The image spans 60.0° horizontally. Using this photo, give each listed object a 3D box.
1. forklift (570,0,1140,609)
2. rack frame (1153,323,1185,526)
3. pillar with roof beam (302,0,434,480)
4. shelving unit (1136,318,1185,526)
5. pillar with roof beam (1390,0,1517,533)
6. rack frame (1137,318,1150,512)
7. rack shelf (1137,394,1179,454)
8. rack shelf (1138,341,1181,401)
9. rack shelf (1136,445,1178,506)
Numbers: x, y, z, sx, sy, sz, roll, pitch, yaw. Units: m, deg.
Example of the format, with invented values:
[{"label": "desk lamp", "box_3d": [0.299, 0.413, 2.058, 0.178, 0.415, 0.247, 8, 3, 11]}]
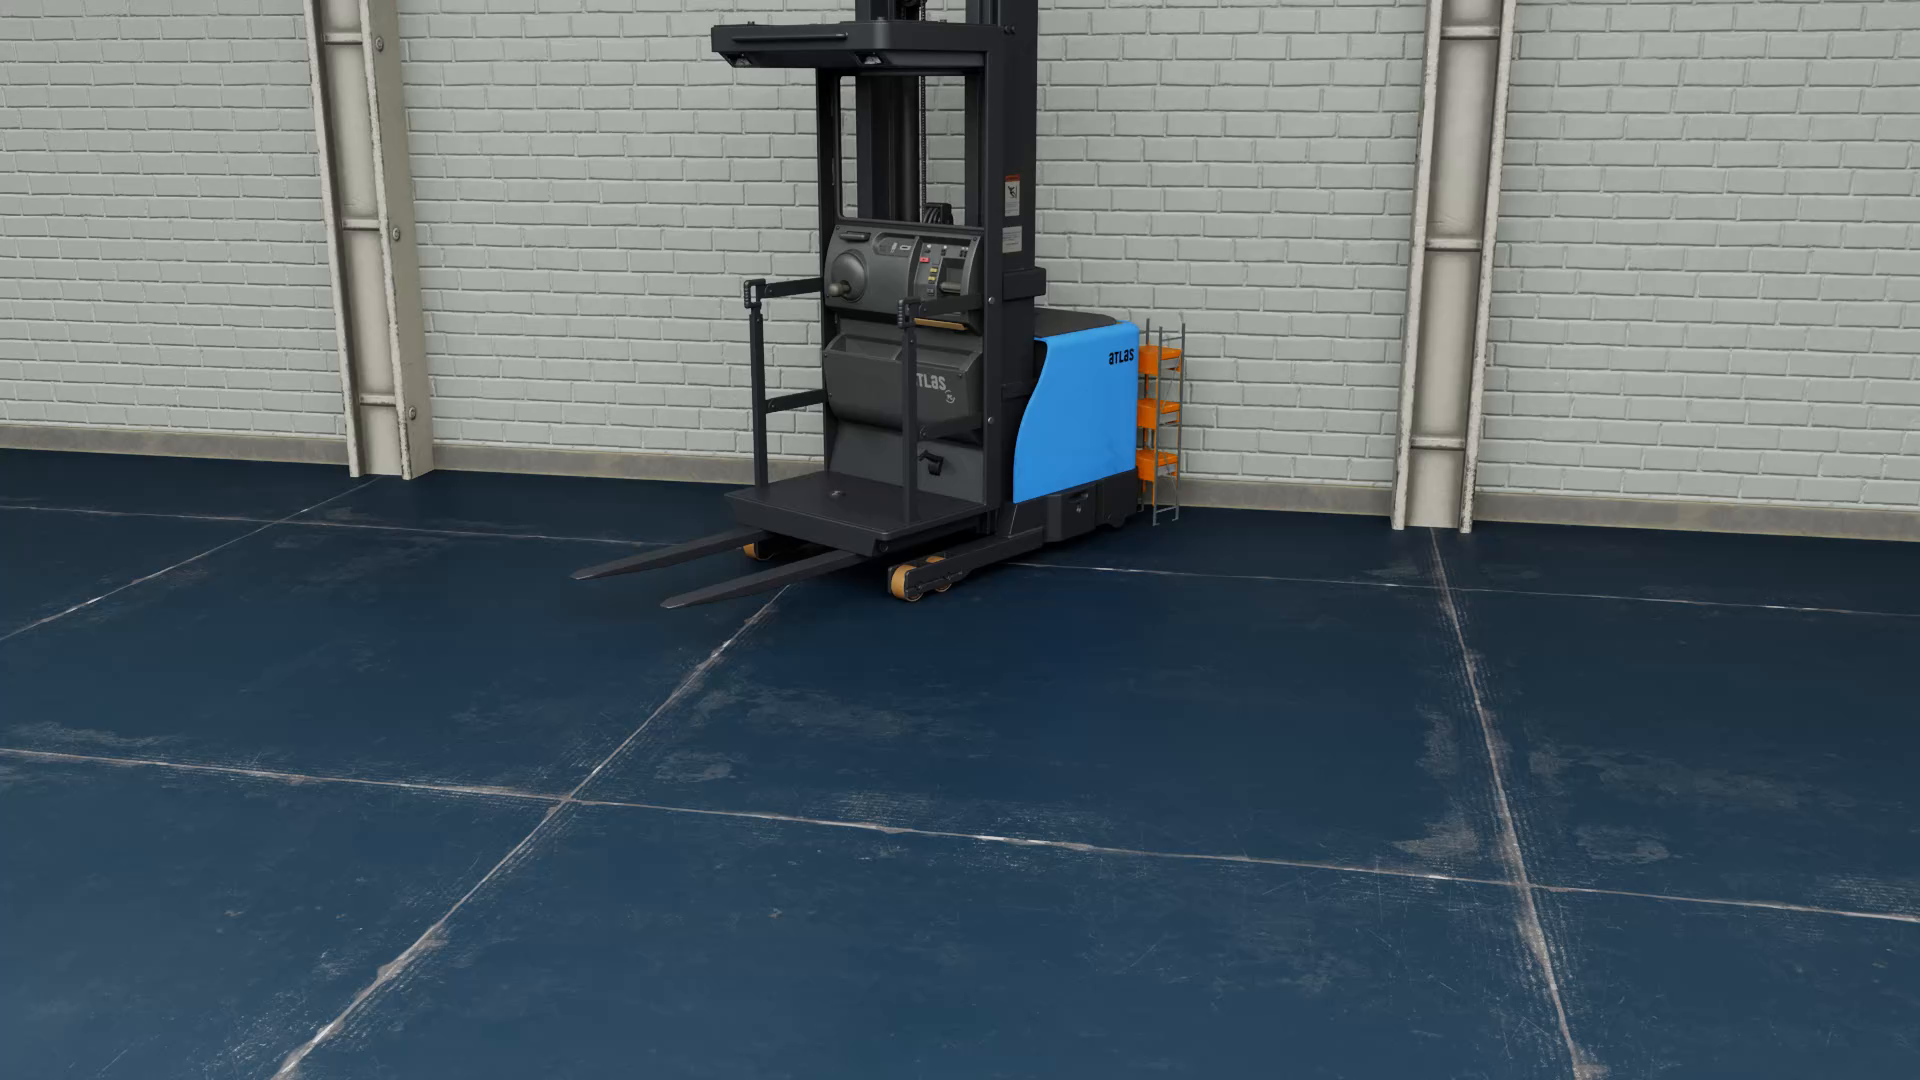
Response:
[{"label": "forklift", "box_3d": [-0.417, -1.286, 7.646, 1.130, 2.935, 3.031, 13, 20, 40]}, {"label": "rack frame", "box_3d": [1.092, -0.599, 8.688, 0.200, 1.050, 0.008, -14, 21, -41]}, {"label": "pillar with roof beam", "box_3d": [-4.249, -3.617, 4.691, 0.400, 9.000, 9.100, 3, 16, 11]}, {"label": "shelving unit", "box_3d": [1.009, -0.623, 8.775, 0.215, 1.050, 0.252, -14, 21, -41]}, {"label": "pillar with roof beam", "box_3d": [1.630, -3.297, 3.539, 0.400, 9.000, 9.100, 3, 16, 11]}, {"label": "rack frame", "box_3d": [0.926, -0.647, 8.861, 0.200, 1.050, 0.008, -14, 21, -41]}, {"label": "rack shelf", "box_3d": [1.009, -0.613, 8.777, 0.215, 0.259, 0.240, -14, 21, -41]}, {"label": "rack shelf", "box_3d": [1.009, -0.886, 8.702, 0.215, 0.259, 0.240, -14, 21, -41]}, {"label": "rack shelf", "box_3d": [1.009, -0.345, 8.852, 0.215, 0.259, 0.240, -14, 21, -41]}]
